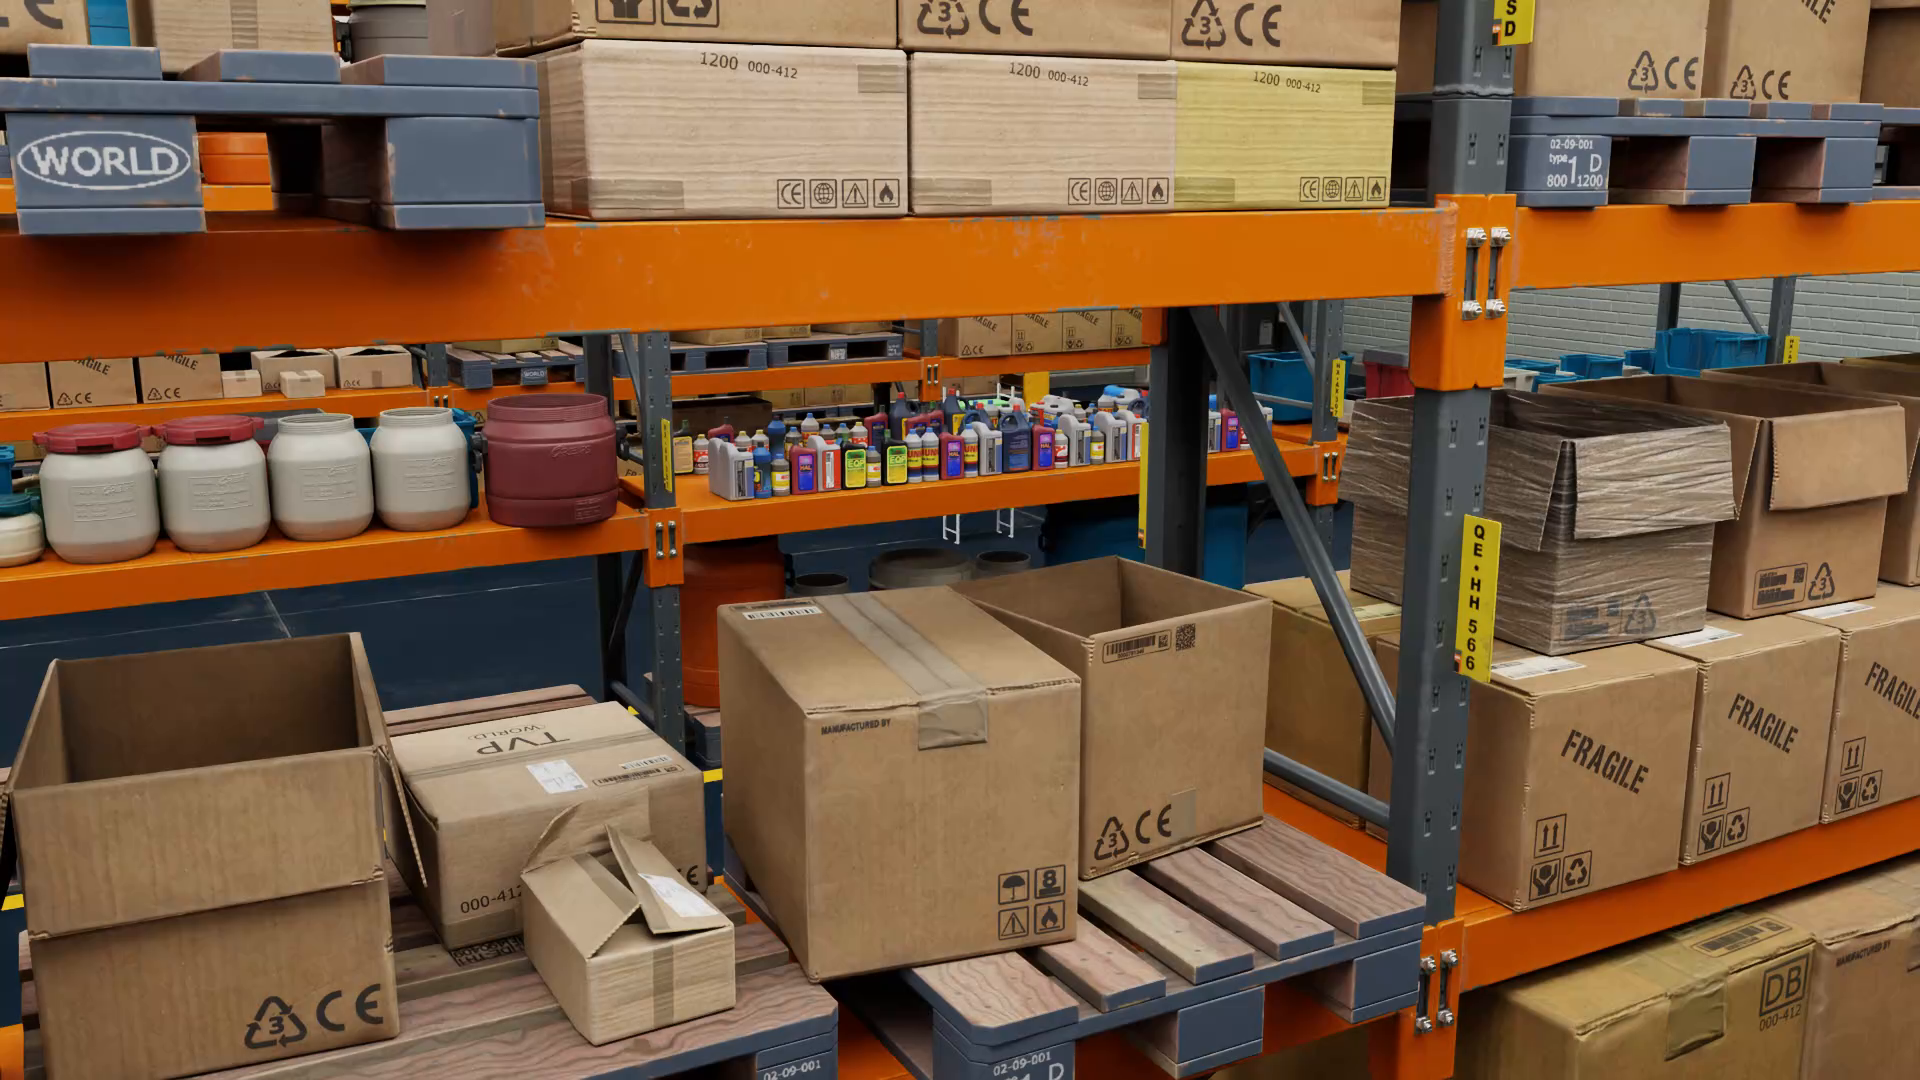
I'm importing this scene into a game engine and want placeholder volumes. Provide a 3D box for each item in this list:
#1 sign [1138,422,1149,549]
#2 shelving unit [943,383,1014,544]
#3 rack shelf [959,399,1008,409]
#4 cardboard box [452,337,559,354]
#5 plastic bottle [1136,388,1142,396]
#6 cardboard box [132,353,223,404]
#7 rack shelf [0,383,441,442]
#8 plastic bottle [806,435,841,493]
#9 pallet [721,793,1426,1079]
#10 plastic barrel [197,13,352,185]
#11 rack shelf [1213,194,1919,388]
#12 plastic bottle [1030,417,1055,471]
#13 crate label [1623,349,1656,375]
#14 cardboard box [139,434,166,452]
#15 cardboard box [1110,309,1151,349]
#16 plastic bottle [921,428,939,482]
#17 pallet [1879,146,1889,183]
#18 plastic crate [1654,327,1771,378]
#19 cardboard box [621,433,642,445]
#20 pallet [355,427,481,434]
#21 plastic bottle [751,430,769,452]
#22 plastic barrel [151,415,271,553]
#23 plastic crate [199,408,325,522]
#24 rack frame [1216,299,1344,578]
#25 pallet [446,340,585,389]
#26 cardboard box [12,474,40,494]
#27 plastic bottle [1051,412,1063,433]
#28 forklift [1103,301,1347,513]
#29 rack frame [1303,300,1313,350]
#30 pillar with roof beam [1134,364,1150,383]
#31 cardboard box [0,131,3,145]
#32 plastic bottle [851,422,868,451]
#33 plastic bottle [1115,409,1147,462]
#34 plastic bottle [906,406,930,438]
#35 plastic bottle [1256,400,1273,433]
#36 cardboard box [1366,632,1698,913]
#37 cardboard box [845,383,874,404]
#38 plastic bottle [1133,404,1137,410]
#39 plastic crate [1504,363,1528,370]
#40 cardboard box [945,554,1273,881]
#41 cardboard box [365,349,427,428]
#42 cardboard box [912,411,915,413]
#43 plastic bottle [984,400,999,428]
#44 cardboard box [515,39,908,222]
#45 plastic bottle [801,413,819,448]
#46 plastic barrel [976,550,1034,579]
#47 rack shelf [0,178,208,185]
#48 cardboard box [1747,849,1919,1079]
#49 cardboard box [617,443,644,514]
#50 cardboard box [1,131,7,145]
[{"bbox_3d":[0.488,-0.132,4.229,0.005,0.325,0.100,-7,14,-28],"label":"sign"},{"bbox_3d":[0.145,-0.603,13.055,0.503,1.200,0.258,-7,14,-28],"label":"shelving unit"},{"bbox_3d":[0.145,-1.009,12.963,0.480,0.148,0.258,-7,14,-28],"label":"rack shelf"},{"bbox_3d":[-3.488,-1.712,12.700,0.700,0.500,0.500,11,17,41],"label":"cardboard box"},{"bbox_3d":[1.073,-0.777,10.024,0.097,0.271,0.097,0,13,0],"label":"plastic bottle"},{"bbox_3d":[-5.452,-1.240,11.557,0.500,0.500,0.500,-8,15,-31],"label":"cardboard box"},{"bbox_3d":[-5.742,-0.809,11.511,4.000,0.370,1.077,-7,14,-28],"label":"rack shelf"},{"bbox_3d":[-0.676,-0.387,8.279,0.135,0.276,0.152,-7,14,-28],"label":"plastic bottle"},{"bbox_3d":[0.182,0.728,3.479,1.003,0.211,1.213,-7,14,-28],"label":"pallet"},{"bbox_3d":[-3.016,-1.975,7.243,0.708,0.830,0.600,-7,14,-28],"label":"plastic barrel"},{"bbox_3d":[2.512,-0.784,4.567,4.000,0.370,1.077,-7,14,-28],"label":"rack shelf"},{"bbox_3d":[0.437,-0.512,8.820,0.133,0.283,0.061,-7,14,-28],"label":"plastic bottle"},{"bbox_3d":[5.031,-1.242,12.041,0.303,0.233,0.416,-7,14,-28],"label":"crate label"},{"bbox_3d":[-7.901,-1.144,16.054,0.500,0.500,0.700,-7,14,-28],"label":"cardboard box"},{"bbox_3d":[1.436,-2.002,14.943,0.500,0.500,0.500,-7,14,-29],"label":"cardboard box"},{"bbox_3d":[-0.156,-0.440,8.526,0.097,0.271,0.097,0,13,0],"label":"plastic bottle"},{"bbox_3d":[3.486,-1.146,4.973,1.217,0.209,0.805,-8,15,-30],"label":"pallet"},{"bbox_3d":[5.201,-1.232,11.536,0.499,0.435,0.616,-7,14,-28],"label":"plastic crate"},{"bbox_3d":[-2.824,-0.564,13.473,0.500,0.500,0.500,-7,15,-30],"label":"cardboard box"},{"bbox_3d":[-5.636,-1.033,17.217,1.213,0.211,1.003,-7,14,-28],"label":"pallet"},{"bbox_3d":[-1.068,-0.486,8.891,0.097,0.201,0.097,0,13,0],"label":"plastic bottle"},{"bbox_3d":[-3.159,-0.242,7.043,0.433,0.535,0.433,0,13,0],"label":"plastic barrel"},{"bbox_3d":[-3.182,-0.336,7.623,0.583,0.464,0.402,-7,14,-28],"label":"plastic crate"},{"bbox_3d":[1.894,-0.836,9.993,0.127,3.000,1.000,-7,14,-28],"label":"rack frame"},{"bbox_3d":[-3.426,-1.362,12.765,1.003,0.211,1.213,-7,14,-28],"label":"pallet"},{"bbox_3d":[-6.387,-0.292,11.606,0.500,0.311,0.500,-7,14,-28],"label":"cardboard box"},{"bbox_3d":[0.542,-0.562,9.066,0.097,0.271,0.097,0,13,0],"label":"plastic bottle"},{"bbox_3d":[2.723,-1.758,14.244,3.031,2.935,1.130,-7,15,-29],"label":"forklift"},{"bbox_3d":[3.035,-2.212,16.106,0.127,3.000,1.000,-7,14,-28],"label":"rack frame"},{"bbox_3d":[4.676,-5.714,18.004,0.400,9.000,9.100,-7,14,-28],"label":"pillar with roof beam"},{"bbox_3d":[-6.472,-2.666,10.677,0.500,0.250,0.500,-8,15,-33],"label":"cardboard box"},{"bbox_3d":[-0.555,-0.548,9.164,0.097,0.201,0.097,0,13,0],"label":"plastic bottle"},{"bbox_3d":[0.940,-0.580,9.139,0.135,0.276,0.152,-7,14,-28],"label":"plastic bottle"},{"bbox_3d":[-0.232,-0.595,9.188,0.133,0.283,0.061,-7,14,-28],"label":"plastic bottle"},{"bbox_3d":[1.703,-0.672,9.546,0.135,0.276,0.152,-7,14,-28],"label":"plastic bottle"},{"bbox_3d":[1.313,0.492,3.865,0.500,0.500,0.500,-6,14,-26],"label":"cardboard box"},{"bbox_3d":[-1.253,-1.896,19.437,0.500,0.500,0.700,-6,14,-27],"label":"cardboard box"},{"bbox_3d":[1.060,-0.703,9.856,0.097,0.201,0.097,0,13,0],"label":"plastic bottle"},{"bbox_3d":[3.611,-1.072,11.285,0.300,0.233,0.416,-7,14,-28],"label":"plastic crate"},{"bbox_3d":[0.302,0.350,3.538,0.500,0.500,0.500,-9,16,-35],"label":"cardboard box"},{"bbox_3d":[-5.655,-1.533,17.028,0.750,0.750,0.750,-7,14,-29],"label":"cardboard box"},{"bbox_3d":[-0.112,-0.901,14.972,0.500,0.500,0.500,-7,14,-28],"label":"cardboard box"},{"bbox_3d":[0.174,-0.669,9.545,0.097,0.271,0.097,0,13,0],"label":"plastic bottle"},{"bbox_3d":[-0.414,-0.647,2.661,0.500,0.250,0.500,-6,14,-26],"label":"cardboard box"},{"bbox_3d":[-0.812,-0.551,9.020,0.097,0.271,0.097,0,13,0],"label":"plastic bottle"},{"bbox_3d":[0.248,0.343,9.462,0.421,0.512,0.421,0,13,0],"label":"plastic barrel"},{"bbox_3d":[-5.742,-2.272,11.181,4.000,0.370,1.077,-7,14,-28],"label":"rack shelf"},{"bbox_3d":[2.158,1.210,4.784,0.875,0.875,1.225,-7,14,-28],"label":"cardboard box"},{"bbox_3d":[-2.551,-0.466,13.041,0.500,0.500,0.500,-7,14,-29],"label":"cardboard box"},{"bbox_3d":[-8.816,-3.636,14.846,0.500,0.311,0.500,-6,14,-26],"label":"cardboard box"}]
